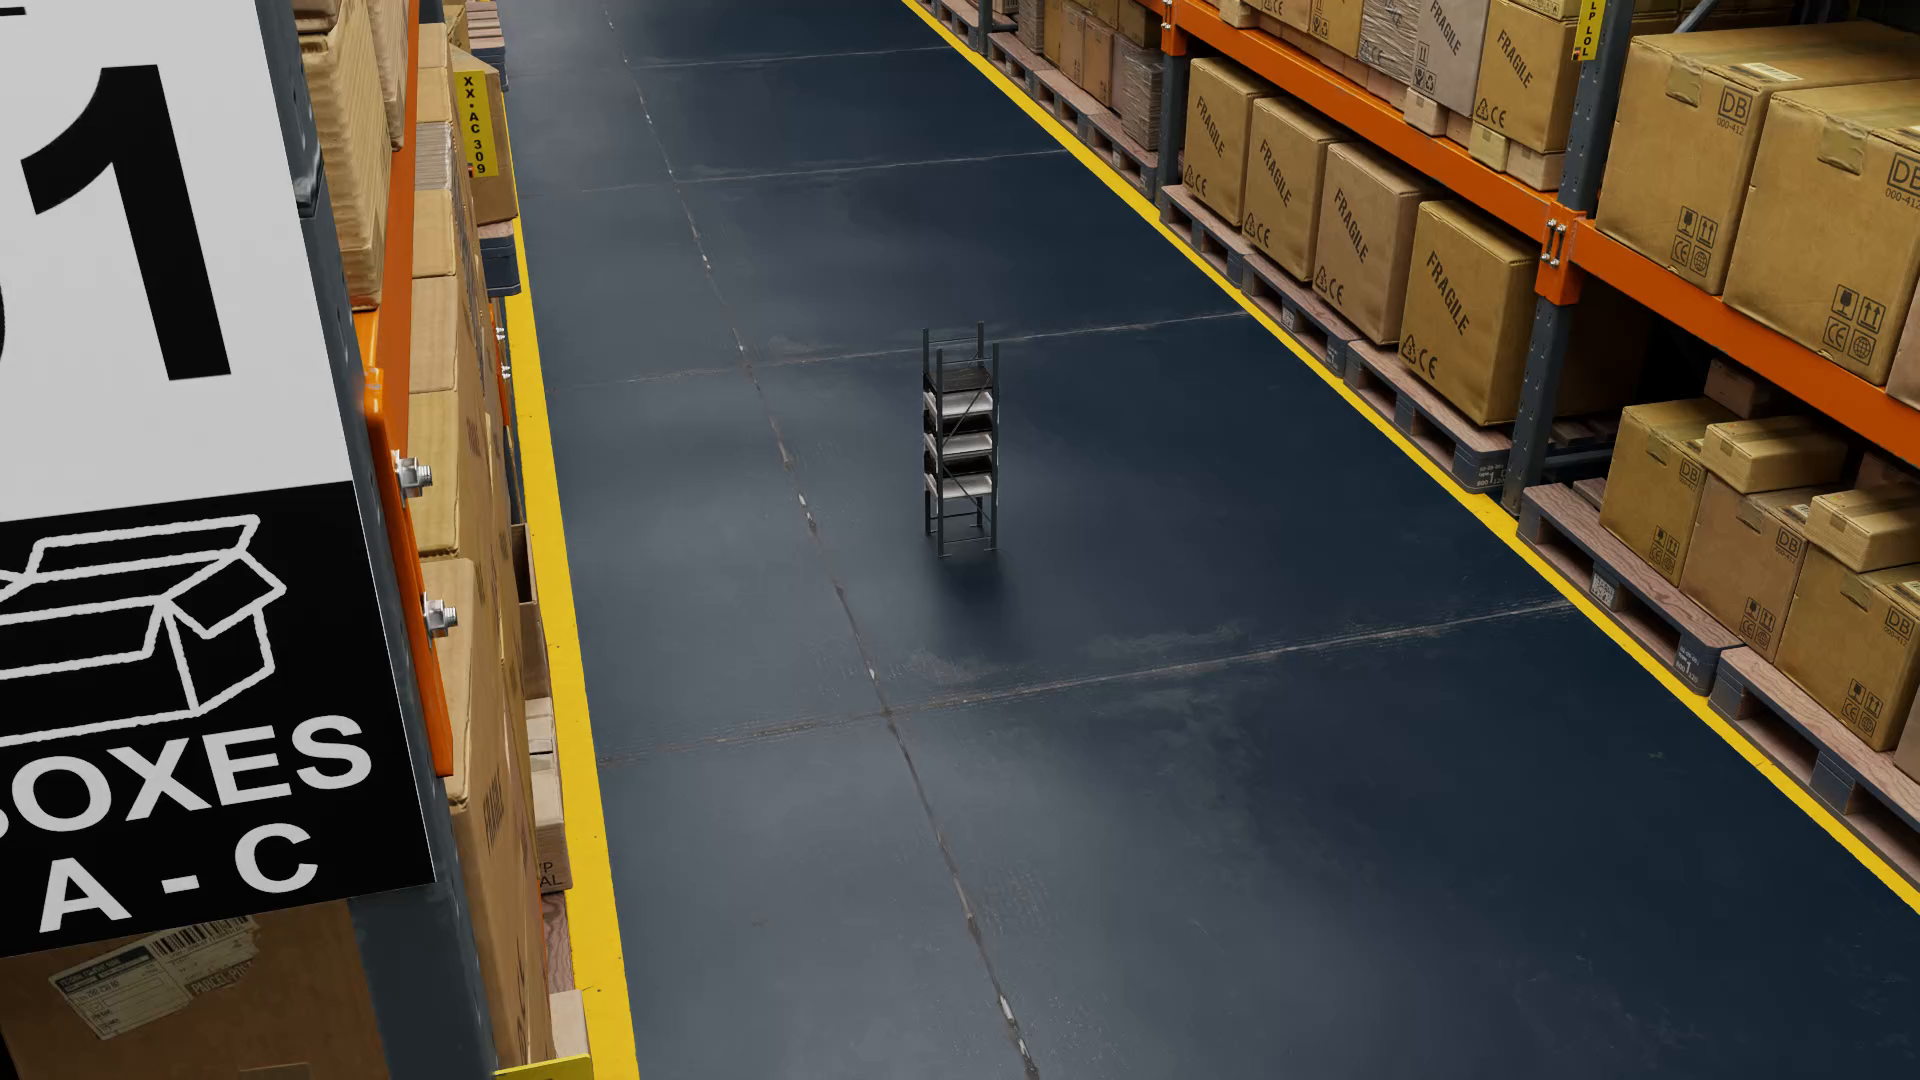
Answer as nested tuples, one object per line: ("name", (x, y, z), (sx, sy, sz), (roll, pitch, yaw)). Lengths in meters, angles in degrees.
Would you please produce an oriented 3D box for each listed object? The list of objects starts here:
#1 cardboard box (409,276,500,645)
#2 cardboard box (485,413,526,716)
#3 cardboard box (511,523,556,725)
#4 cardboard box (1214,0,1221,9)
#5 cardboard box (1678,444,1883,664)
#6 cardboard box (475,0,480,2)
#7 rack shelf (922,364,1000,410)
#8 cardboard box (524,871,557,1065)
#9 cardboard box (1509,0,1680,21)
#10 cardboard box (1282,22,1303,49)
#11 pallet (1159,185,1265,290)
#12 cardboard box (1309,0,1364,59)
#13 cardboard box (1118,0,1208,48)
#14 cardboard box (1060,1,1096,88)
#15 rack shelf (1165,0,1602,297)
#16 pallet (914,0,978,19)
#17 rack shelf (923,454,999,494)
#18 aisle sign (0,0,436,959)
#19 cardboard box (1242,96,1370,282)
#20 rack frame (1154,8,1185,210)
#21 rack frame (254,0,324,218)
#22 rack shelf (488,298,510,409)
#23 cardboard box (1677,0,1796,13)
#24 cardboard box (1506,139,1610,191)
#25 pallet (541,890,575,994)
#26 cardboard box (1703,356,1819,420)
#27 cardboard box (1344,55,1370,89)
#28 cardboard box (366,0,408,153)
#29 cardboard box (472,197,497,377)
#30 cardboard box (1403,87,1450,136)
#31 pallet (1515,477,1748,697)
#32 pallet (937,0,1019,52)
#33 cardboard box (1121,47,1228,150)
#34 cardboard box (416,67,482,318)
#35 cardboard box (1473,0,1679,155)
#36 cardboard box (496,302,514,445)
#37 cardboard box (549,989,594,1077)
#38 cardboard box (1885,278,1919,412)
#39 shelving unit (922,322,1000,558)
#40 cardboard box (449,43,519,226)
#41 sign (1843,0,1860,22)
("cardboard box", (-1.081, -0.108, 2.844), (0.500, 0.500, 0.500), (-7, 31, -13))
("cardboard box", (-1.211, 0.086, 3.507), (0.500, 0.500, 0.500), (-7, 31, -13))
("cardboard box", (-1.581, 0.309, 5.279), (0.500, 0.500, 0.500), (-8, 31, -13))
("cardboard box", (1.630, -3.000, 9.169), (0.380, 0.149, 0.250), (-7, 31, -13))
("cardboard box", (2.999, 0.037, 5.767), (0.700, 0.500, 0.500), (-8, 31, -14))
("cardboard box", (-3.950, -4.266, 12.703), (0.500, 0.500, 0.500), (-8, 31, -13))
("rack shelf", (0.002, -0.590, 6.399), (0.258, 0.077, 0.200), (-8, 31, -13))
("cardboard box", (-0.807, 0.819, 2.241), (0.500, 0.500, 0.500), (-7, 31, -12))
("cardboard box", (2.399, -2.178, 6.353), (0.500, 0.250, 0.500), (-7, 31, -12))
("cardboard box", (1.882, -2.631, 8.532), (0.380, 0.149, 0.250), (-7, 31, -12))
("pallet", (1.844, -1.815, 9.675), (1.003, 0.211, 1.213), (-8, 31, -13))
("cardboard box", (1.996, -2.580, 7.797), (0.500, 0.500, 0.500), (-7, 31, -12))
("cardboard box", (1.376, -3.470, 11.059), (0.500, 0.250, 0.500), (-7, 31, -12))
("cardboard box", (1.140, -3.605, 12.040), (0.700, 0.500, 0.500), (-8, 31, -13))
("rack shelf", (2.239, -2.135, 8.163), (1.077, 0.370, 4.000), (-8, 31, -13))
("pallet", (0.106, -5.048, 15.260), (1.003, 0.211, 1.213), (-8, 31, -13))
("rack shelf", (0.002, -0.279, 6.580), (0.258, 0.077, 0.200), (-8, 31, -13))
("aisle sign", (-0.643, -0.020, 1.194), (0.394, 0.787, 0.004), (-8, 31, -13))
("cardboard box", (2.003, -1.867, 8.709), (0.750, 0.750, 0.750), (-8, 31, -14))
("rack frame", (1.708, -3.413, 9.652), (1.000, 3.000, 0.127), (-8, 31, -13))
("rack frame", (-0.944, -1.485, 0.332), (1.000, 3.000, 0.127), (-8, 31, -13))
("rack shelf", (-2.536, -1.475, 7.022), (1.077, 0.370, 4.000), (-8, 31, -13))
("cardboard box", (2.899, -2.243, 6.465), (0.500, 0.250, 0.500), (-7, 31, -12))
("cardboard box", (2.407, -1.506, 6.589), (0.380, 0.149, 0.250), (-8, 31, -13))
("pallet", (-1.497, 1.309, 4.278), (1.003, 0.211, 1.213), (-8, 31, -13))
("cardboard box", (3.022, -0.583, 6.191), (0.380, 0.149, 0.250), (-8, 31, -14))
("cardboard box", (2.052, -2.256, 7.883), (0.380, 0.149, 0.250), (-7, 31, -12))
("cardboard box", (-0.955, -0.647, 2.029), (0.500, 0.250, 0.500), (-8, 31, -13))
("cardboard box", (-1.625, -0.656, 4.790), (0.500, 0.500, 0.500), (-7, 31, -12))
("cardboard box", (2.165, -1.876, 7.228), (0.380, 0.149, 0.250), (-8, 31, -13))
("pallet", (2.896, 0.104, 6.360), (1.003, 0.211, 1.213), (-8, 31, -13))
("pallet", (0.434, -4.457, 14.240), (1.003, 0.211, 1.213), (-8, 31, -13))
("cardboard box", (1.466, -2.862, 10.756), (0.700, 0.500, 0.500), (-7, 31, -13))
("cardboard box", (-1.483, -0.839, 4.108), (0.500, 0.500, 0.500), (-8, 31, -14))
("cardboard box", (2.404, -1.851, 6.537), (0.500, 0.500, 0.500), (-8, 31, -14))
("cardboard box", (-2.177, -0.693, 7.010), (0.500, 0.500, 0.500), (-7, 31, -13))
("cardboard box", (-1.080, 1.328, 3.767), (0.500, 0.250, 0.500), (-8, 31, -13))
("cardboard box", (3.289, -0.643, 4.567), (0.980, 0.700, 0.700), (-9, 31, -16))
("shelving unit", (0.002, -0.386, 6.518), (0.258, 0.900, 0.210), (-8, 31, -13))
("cardboard box", (-1.916, -1.304, 5.489), (0.700, 0.500, 0.500), (-19, 35, -30))
("sign", (3.304, -1.964, 6.206), (0.100, 0.325, 0.005), (-8, 31, -13))
